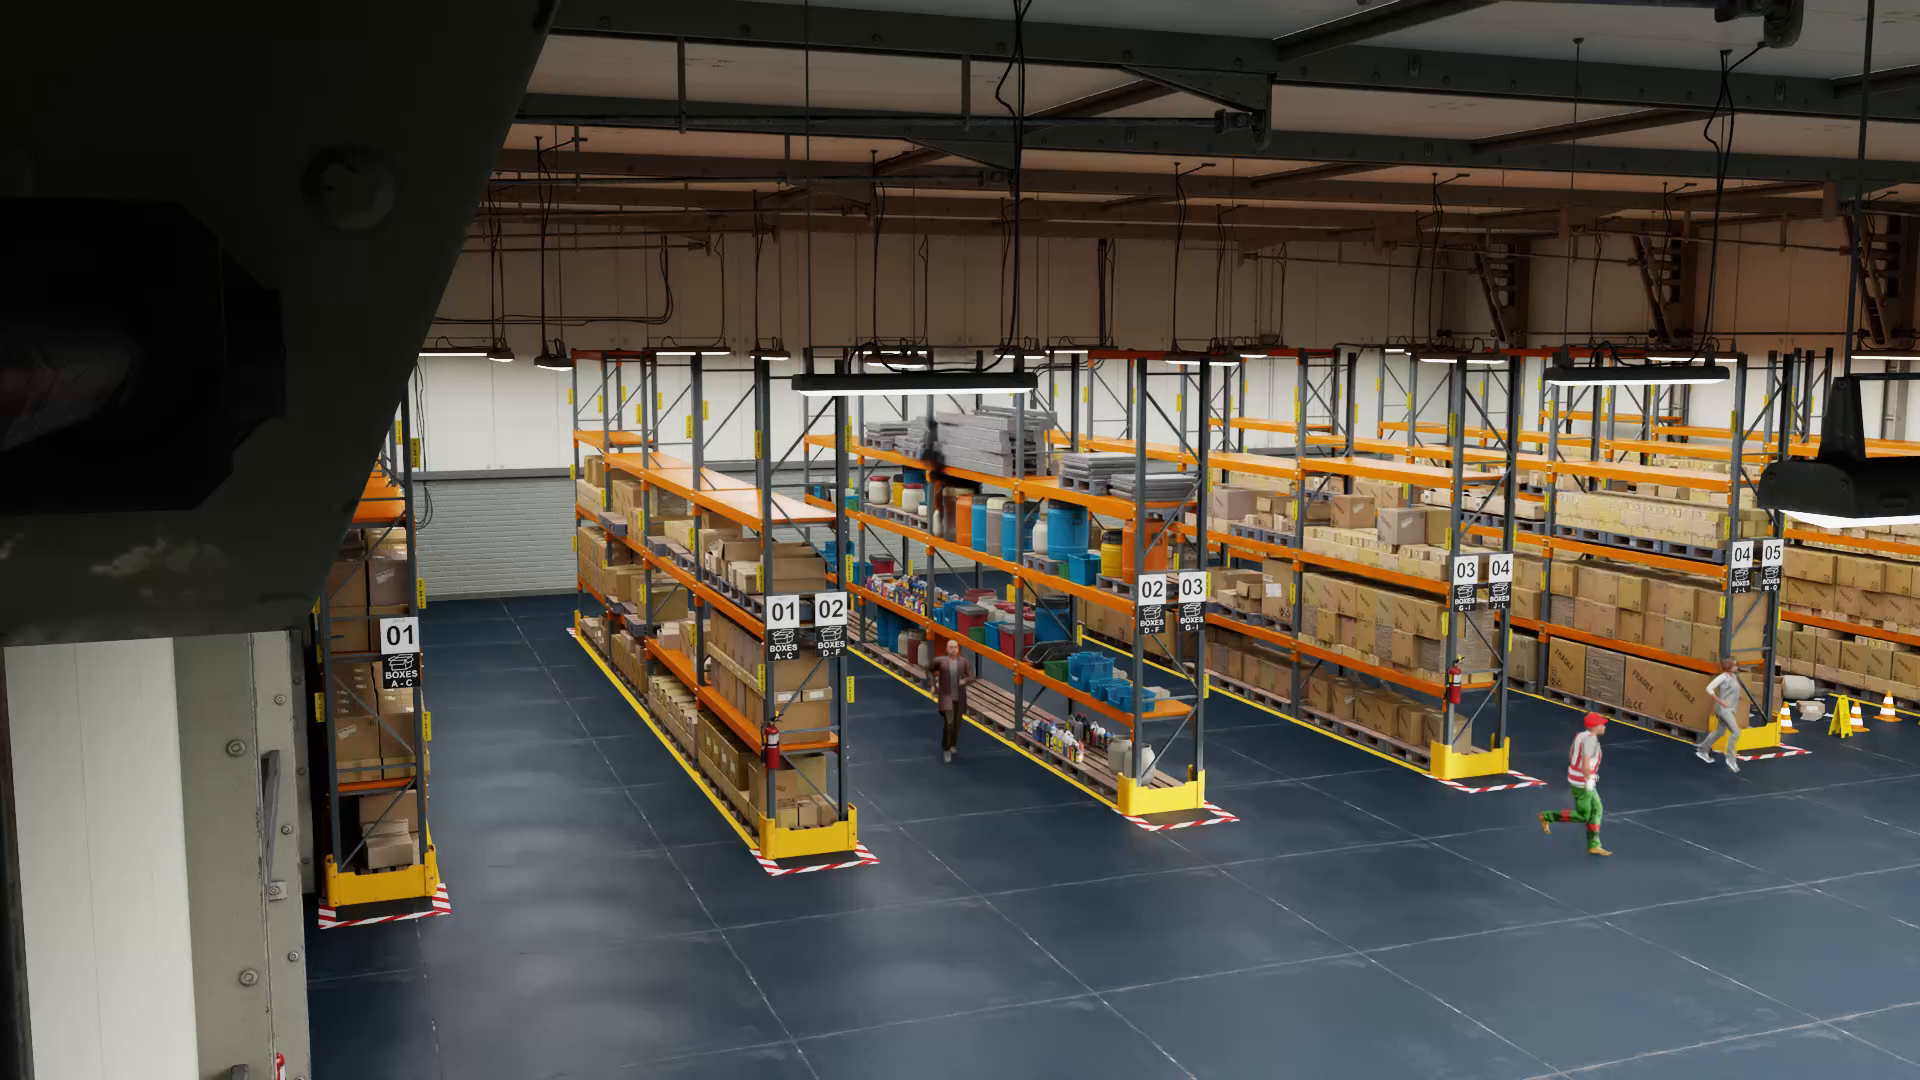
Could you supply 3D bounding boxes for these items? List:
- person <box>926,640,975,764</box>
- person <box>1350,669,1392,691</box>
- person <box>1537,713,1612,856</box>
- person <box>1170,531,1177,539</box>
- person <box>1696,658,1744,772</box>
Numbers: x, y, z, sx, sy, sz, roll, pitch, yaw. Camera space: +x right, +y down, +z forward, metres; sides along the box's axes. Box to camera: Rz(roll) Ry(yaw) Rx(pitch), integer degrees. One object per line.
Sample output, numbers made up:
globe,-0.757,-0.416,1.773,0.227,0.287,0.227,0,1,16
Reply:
person,-0.120,2.381,24.720,0.670,1.816,0.813,-2,7,-16
person,7.426,1.802,29.765,0.625,1.748,0.862,-4,8,-28
person,7.523,2.971,20.286,0.895,1.759,0.662,1,7,11
person,5.128,0.503,40.476,0.642,1.608,0.837,4,8,31
person,11.159,2.527,24.320,0.636,1.616,0.567,6,9,41
